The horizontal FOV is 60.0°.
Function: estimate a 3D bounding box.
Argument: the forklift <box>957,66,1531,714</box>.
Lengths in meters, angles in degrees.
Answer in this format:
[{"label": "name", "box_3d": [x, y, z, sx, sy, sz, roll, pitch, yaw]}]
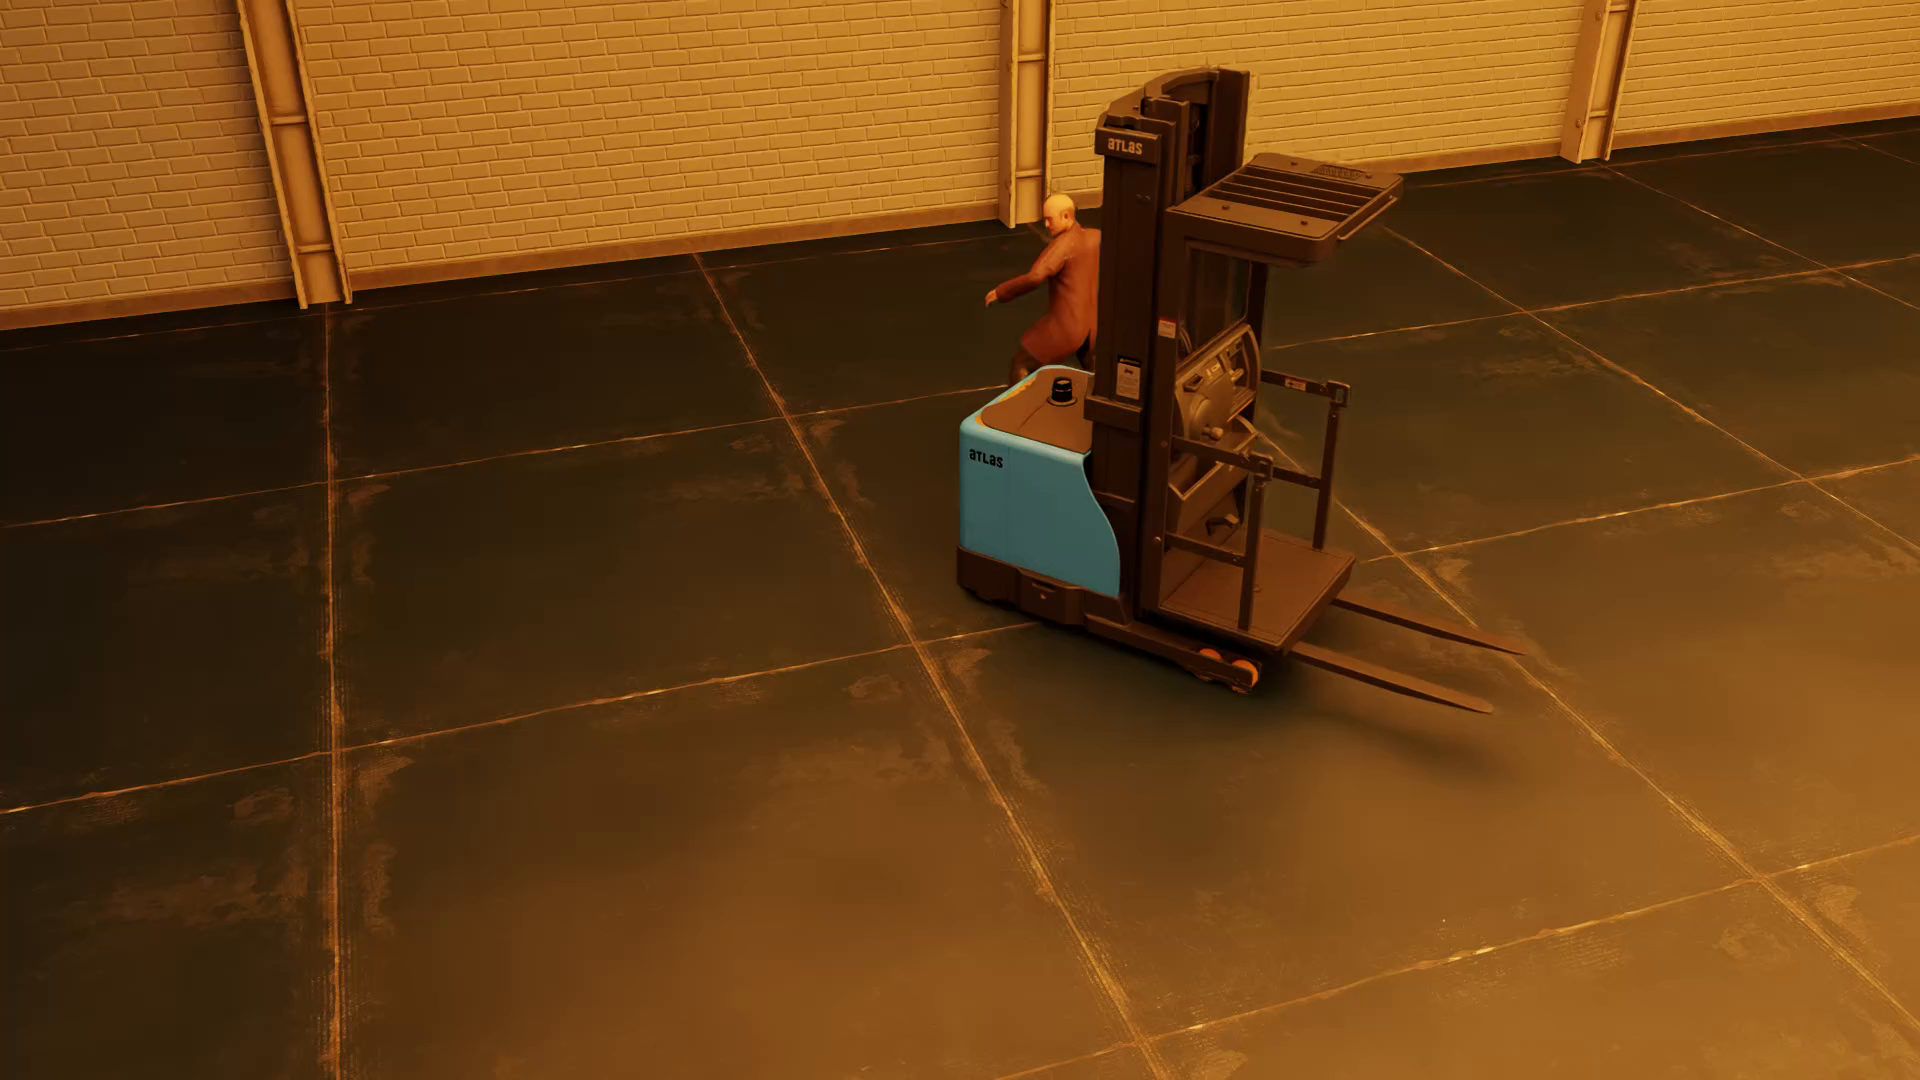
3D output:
[{"label": "forklift", "box_3d": [1.498, -0.781, 8.444, 3.031, 2.935, 1.130, 18, 34, 28]}]

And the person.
[{"label": "person", "box_3d": [0.755, -1.433, 11.028, 1.143, 1.739, 0.602, -22, 37, -33]}]
